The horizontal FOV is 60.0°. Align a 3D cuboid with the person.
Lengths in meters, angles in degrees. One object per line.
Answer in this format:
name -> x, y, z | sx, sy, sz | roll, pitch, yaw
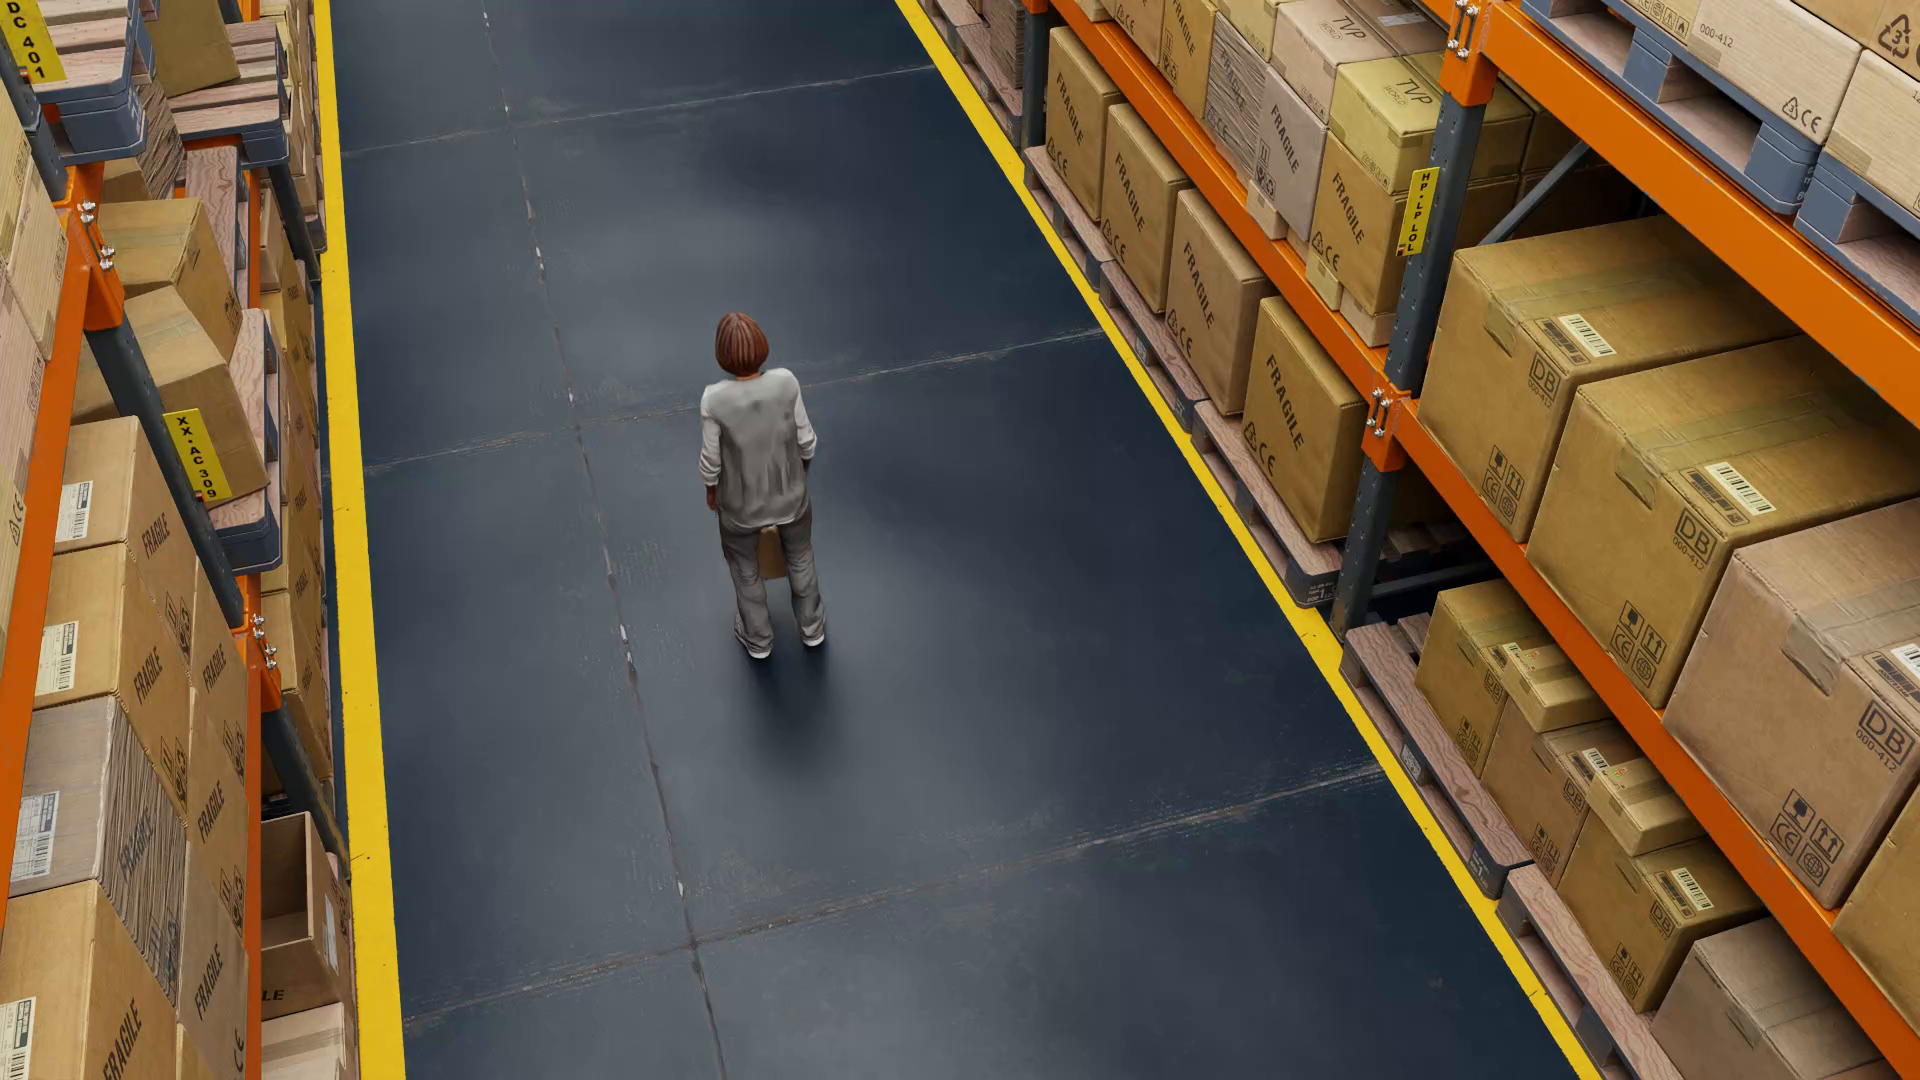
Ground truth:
person -> -0.756, -0.170, 6.350 | 0.455, 1.596, 0.343 | -13, 44, -14
